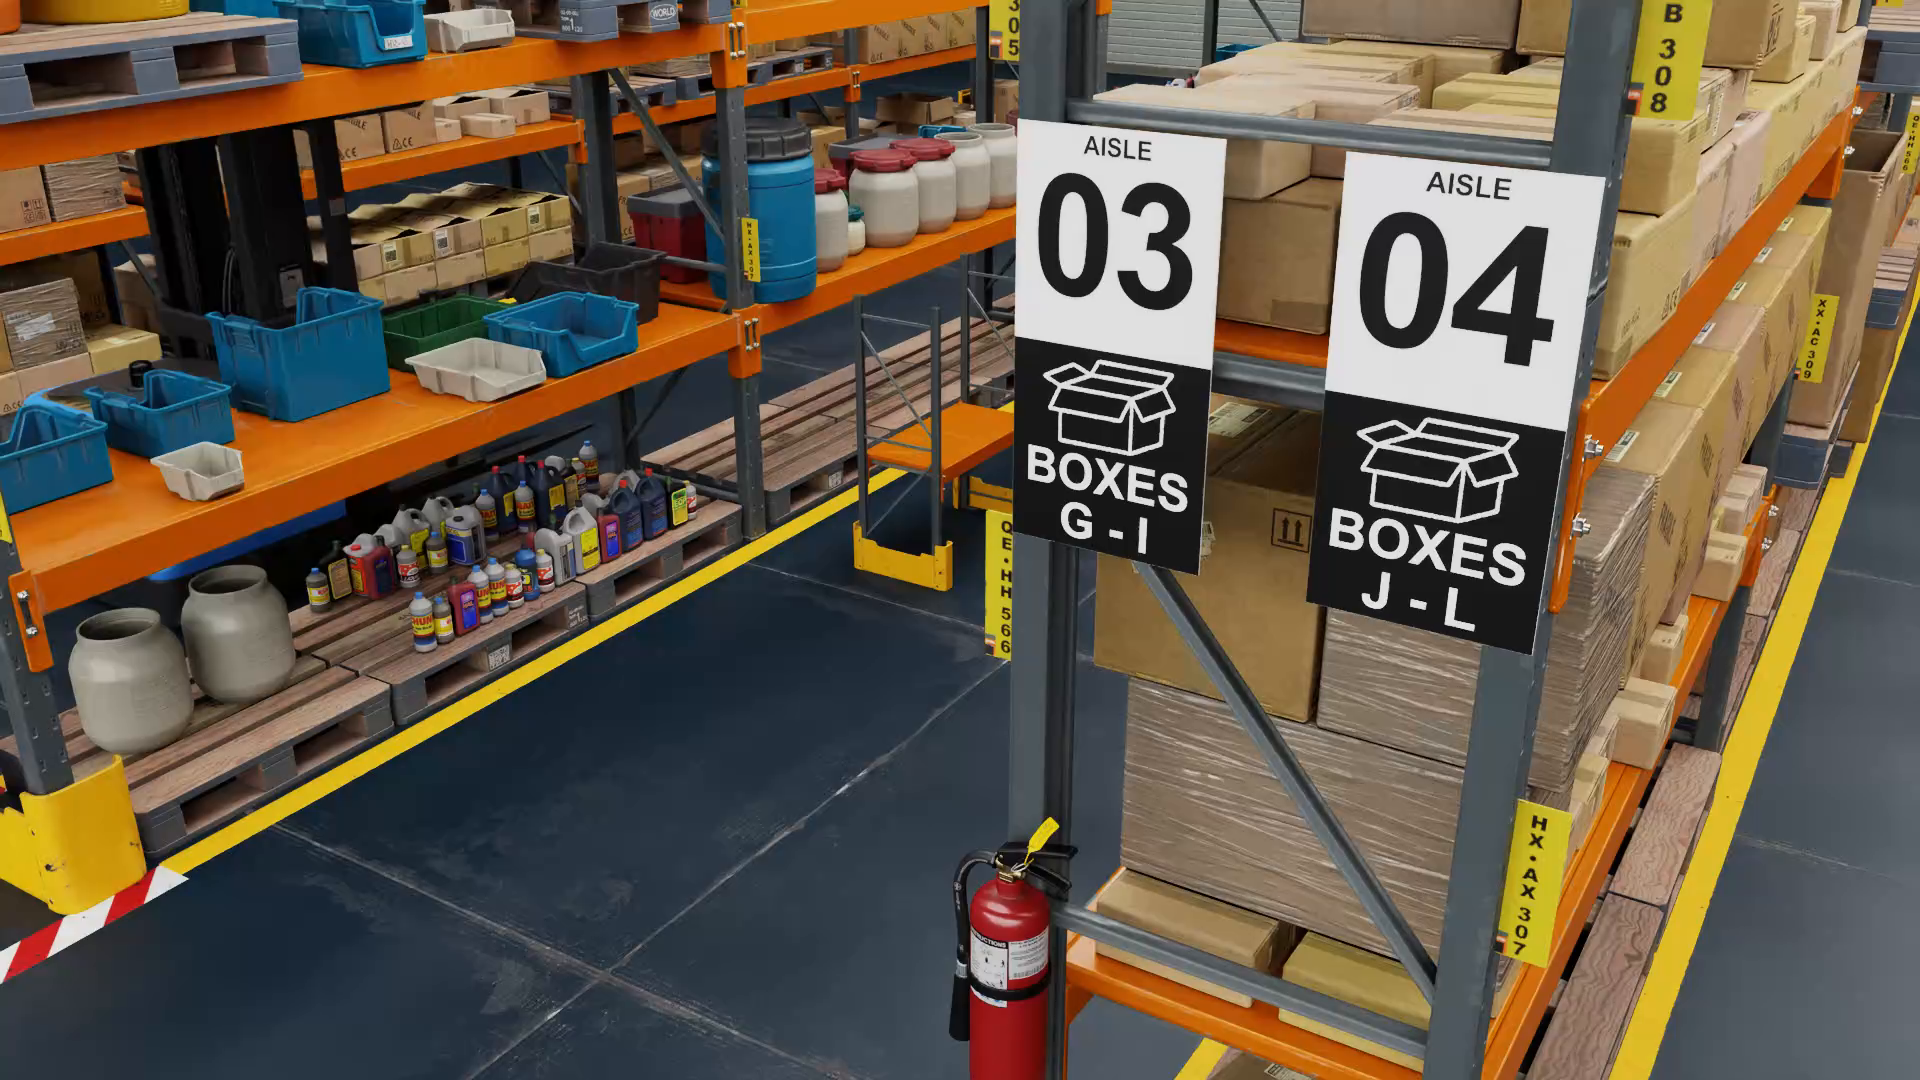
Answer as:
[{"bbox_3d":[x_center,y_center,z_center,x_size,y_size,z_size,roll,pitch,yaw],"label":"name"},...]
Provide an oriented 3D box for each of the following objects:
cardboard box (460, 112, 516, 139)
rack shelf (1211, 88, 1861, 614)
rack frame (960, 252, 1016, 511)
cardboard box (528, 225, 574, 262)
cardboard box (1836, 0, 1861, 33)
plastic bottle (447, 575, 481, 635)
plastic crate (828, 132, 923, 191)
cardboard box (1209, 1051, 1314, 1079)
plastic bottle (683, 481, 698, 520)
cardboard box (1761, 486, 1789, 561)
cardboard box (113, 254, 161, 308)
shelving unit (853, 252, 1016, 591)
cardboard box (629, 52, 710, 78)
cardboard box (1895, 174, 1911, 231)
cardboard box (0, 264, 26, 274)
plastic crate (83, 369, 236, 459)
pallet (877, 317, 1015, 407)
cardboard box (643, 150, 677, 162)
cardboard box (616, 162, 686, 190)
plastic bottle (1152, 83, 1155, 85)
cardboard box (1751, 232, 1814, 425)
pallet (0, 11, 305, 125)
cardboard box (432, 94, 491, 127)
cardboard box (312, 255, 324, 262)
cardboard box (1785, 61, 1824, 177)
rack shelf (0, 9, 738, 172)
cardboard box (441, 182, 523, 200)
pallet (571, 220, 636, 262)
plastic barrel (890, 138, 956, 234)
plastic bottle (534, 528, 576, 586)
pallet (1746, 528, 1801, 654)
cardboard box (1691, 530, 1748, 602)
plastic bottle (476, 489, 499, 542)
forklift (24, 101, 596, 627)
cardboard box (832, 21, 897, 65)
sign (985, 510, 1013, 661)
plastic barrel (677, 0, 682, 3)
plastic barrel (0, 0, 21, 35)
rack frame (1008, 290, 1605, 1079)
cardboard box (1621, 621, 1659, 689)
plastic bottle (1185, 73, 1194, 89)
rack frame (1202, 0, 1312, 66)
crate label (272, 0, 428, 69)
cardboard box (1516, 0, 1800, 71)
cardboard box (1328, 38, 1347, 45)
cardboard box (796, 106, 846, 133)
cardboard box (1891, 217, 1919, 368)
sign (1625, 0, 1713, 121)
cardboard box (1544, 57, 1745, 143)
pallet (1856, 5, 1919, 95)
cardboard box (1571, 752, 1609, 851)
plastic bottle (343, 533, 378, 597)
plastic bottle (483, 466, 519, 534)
[{"bbox_3d":[-3.877,-3.403,13.651,0.380,0.149,0.250,14,27,29],"label":"cardboard box"},{"bbox_3d":[1.612,-0.824,4.507,1.077,0.370,4.000,14,27,29],"label":"rack shelf"},{"bbox_3d":[0.223,-0.831,9.282,0.500,1.500,0.032,14,27,29],"label":"rack frame"},{"bbox_3d":[-3.707,-2.582,14.370,0.500,0.250,0.500,15,27,30],"label":"cardboard box"},{"bbox_3d":[2.741,-1.773,5.480,0.380,0.149,0.250,15,27,31],"label":"cardboard box"},{"bbox_3d":[-2.295,0.285,7.681,0.061,0.283,0.133,14,27,30],"label":"plastic bottle"},{"bbox_3d":[-0.543,-2.388,10.911,0.402,0.464,0.583,14,27,29],"label":"plastic crate"},{"bbox_3d":[0.901,1.645,4.292,0.500,0.500,0.500,20,30,38],"label":"cardboard box"},{"bbox_3d":[-1.467,-0.220,8.951,0.097,0.201,0.097,0,23,0],"label":"plastic bottle"},{"bbox_3d":[3.866,-0.244,8.631,0.700,0.500,0.500,16,28,33],"label":"cardboard box"},{"bbox_3d":[-5.777,-1.914,12.123,0.500,0.311,0.500,14,27,29],"label":"cardboard box"},{"bbox_3d":[-0.040,-0.663,8.893,0.587,1.500,1.083,14,27,29],"label":"shelving unit"},{"bbox_3d":[-2.756,-4.623,15.499,0.700,0.500,0.500,20,31,39],"label":"cardboard box"},{"bbox_3d":[5.802,-2.303,10.669,0.500,0.500,0.500,13,27,28],"label":"cardboard box"},{"bbox_3d":[-6.515,-1.543,11.027,0.500,0.500,0.500,14,27,29],"label":"cardboard box"},{"bbox_3d":[-3.293,-0.521,6.866,0.499,0.251,0.408,14,27,29],"label":"plastic crate"},{"bbox_3d":[0.128,-1.307,12.004,1.003,0.211,1.213,14,27,29],"label":"pallet"},{"bbox_3d":[-3.070,-3.474,16.091,0.500,0.500,0.500,13,27,27],"label":"cardboard box"},{"bbox_3d":[-2.883,-3.206,15.472,0.500,0.500,0.500,13,27,27],"label":"cardboard box"},{"bbox_3d":[1.655,-3.803,14.405,0.061,0.283,0.133,14,27,29],"label":"plastic bottle"},{"bbox_3d":[2.401,-0.715,5.367,0.500,0.500,0.500,14,27,29],"label":"cardboard box"},{"bbox_3d":[-3.131,-1.689,5.837,1.003,0.211,1.213,14,27,29],"label":"pallet"},{"bbox_3d":[-4.273,-3.577,13.850,0.500,0.311,0.500,14,27,28],"label":"cardboard box"},{"bbox_3d":[-5.049,-1.973,12.258,0.500,0.311,0.500,14,27,28],"label":"cardboard box"},{"bbox_3d":[2.100,-1.204,4.669,0.500,0.250,0.500,14,27,29],"label":"cardboard box"},{"bbox_3d":[-2.596,-1.862,6.904,1.077,0.370,4.000,14,27,29],"label":"rack shelf"},{"bbox_3d":[-4.163,-2.953,14.521,0.500,0.311,0.500,15,28,31],"label":"cardboard box"},{"bbox_3d":[-3.211,-2.844,15.554,1.003,0.211,1.213,14,27,29],"label":"pallet"},{"bbox_3d":[-0.234,-2.223,10.439,0.433,0.535,0.433,0,23,0],"label":"plastic barrel"},{"bbox_3d":[-1.996,0.063,8.202,0.152,0.276,0.135,14,27,30],"label":"plastic bottle"},{"bbox_3d":[3.719,0.151,8.636,1.003,0.211,1.213,14,27,29],"label":"pallet"},{"bbox_3d":[2.443,0.059,5.654,0.380,0.149,0.250,14,27,29],"label":"cardboard box"},{"bbox_3d":[-2.464,-0.133,8.663,0.097,0.271,0.097,0,23,0],"label":"plastic bottle"},{"bbox_3d":[-3.400,-1.453,8.918,1.130,2.935,3.031,15,28,31],"label":"forklift"},{"bbox_3d":[-1.027,-5.390,17.800,0.500,0.500,0.500,15,27,30],"label":"cardboard box"},{"bbox_3d":[0.096,0.098,3.392,0.100,0.325,0.005,14,27,29],"label":"sign"},{"bbox_3d":[-1.457,-3.314,8.723,0.600,0.901,0.708,14,27,29],"label":"plastic barrel"},{"bbox_3d":[-3.502,-2.097,5.474,0.600,0.830,0.708,14,27,29],"label":"plastic barrel"},{"bbox_3d":[0.557,0.898,3.400,1.000,3.000,0.127,14,27,29],"label":"rack frame"},{"bbox_3d":[1.607,0.016,4.938,0.875,0.500,0.500,14,27,29],"label":"cardboard box"},{"bbox_3d":[2.053,-4.057,14.993,0.061,0.283,0.133,14,27,29],"label":"plastic bottle"},{"bbox_3d":[2.679,-4.190,15.154,1.000,3.000,0.127,14,27,29],"label":"rack frame"},{"bbox_3d":[-2.383,-2.011,6.531,0.502,0.251,0.408,14,27,29],"label":"crate label"},{"bbox_3d":[1.570,-1.335,3.653,0.500,0.500,0.500,14,27,29],"label":"cardboard box"},{"bbox_3d":[1.131,-1.190,4.133,0.380,0.149,0.250,12,26,26],"label":"cardboard box"},{"bbox_3d":[-1.467,-4.536,18.545,0.500,0.500,0.500,14,27,29],"label":"cardboard box"},{"bbox_3d":[6.096,-1.848,11.889,1.225,0.875,0.875,13,27,27],"label":"cardboard box"},{"bbox_3d":[1.018,-0.766,2.368,0.100,0.325,0.005,14,27,29],"label":"sign"},{"bbox_3d":[1.482,-0.974,3.635,0.380,0.149,0.250,14,27,29],"label":"cardboard box"},{"bbox_3d":[3.083,-1.929,6.390,1.213,0.211,1.003,14,27,29],"label":"pallet"},{"bbox_3d":[1.455,0.634,4.327,0.380,0.149,0.250,14,27,29],"label":"cardboard box"},{"bbox_3d":[-2.898,0.117,8.079,0.152,0.276,0.135,14,27,29],"label":"plastic bottle"},{"bbox_3d":[-2.419,-0.227,8.780,0.144,0.351,0.185,13,26,27],"label":"plastic bottle"}]
